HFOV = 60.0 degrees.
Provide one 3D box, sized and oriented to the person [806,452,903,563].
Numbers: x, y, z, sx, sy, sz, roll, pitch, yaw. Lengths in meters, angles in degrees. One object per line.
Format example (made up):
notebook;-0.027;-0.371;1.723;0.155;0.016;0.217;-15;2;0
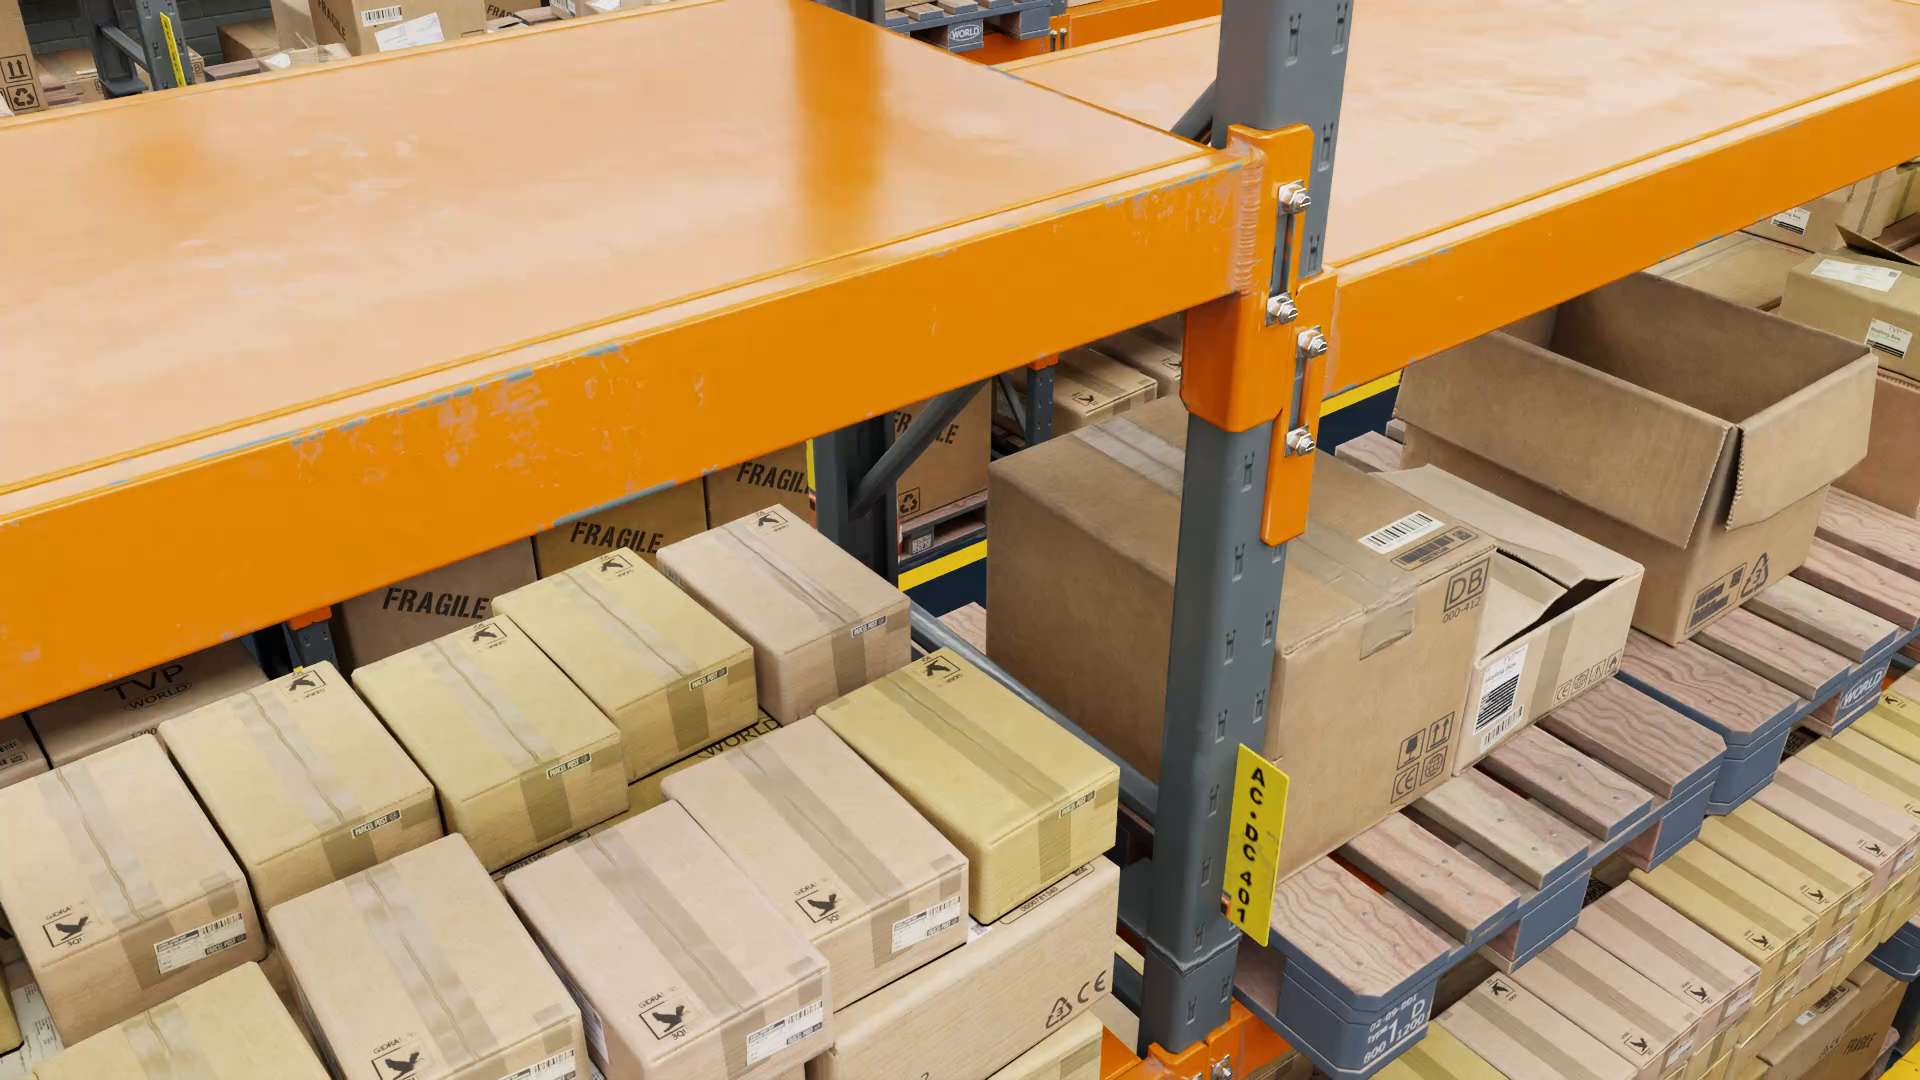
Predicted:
person;-0.505;0.090;7.477;0.454;1.779;0.609;-23;38;-32
